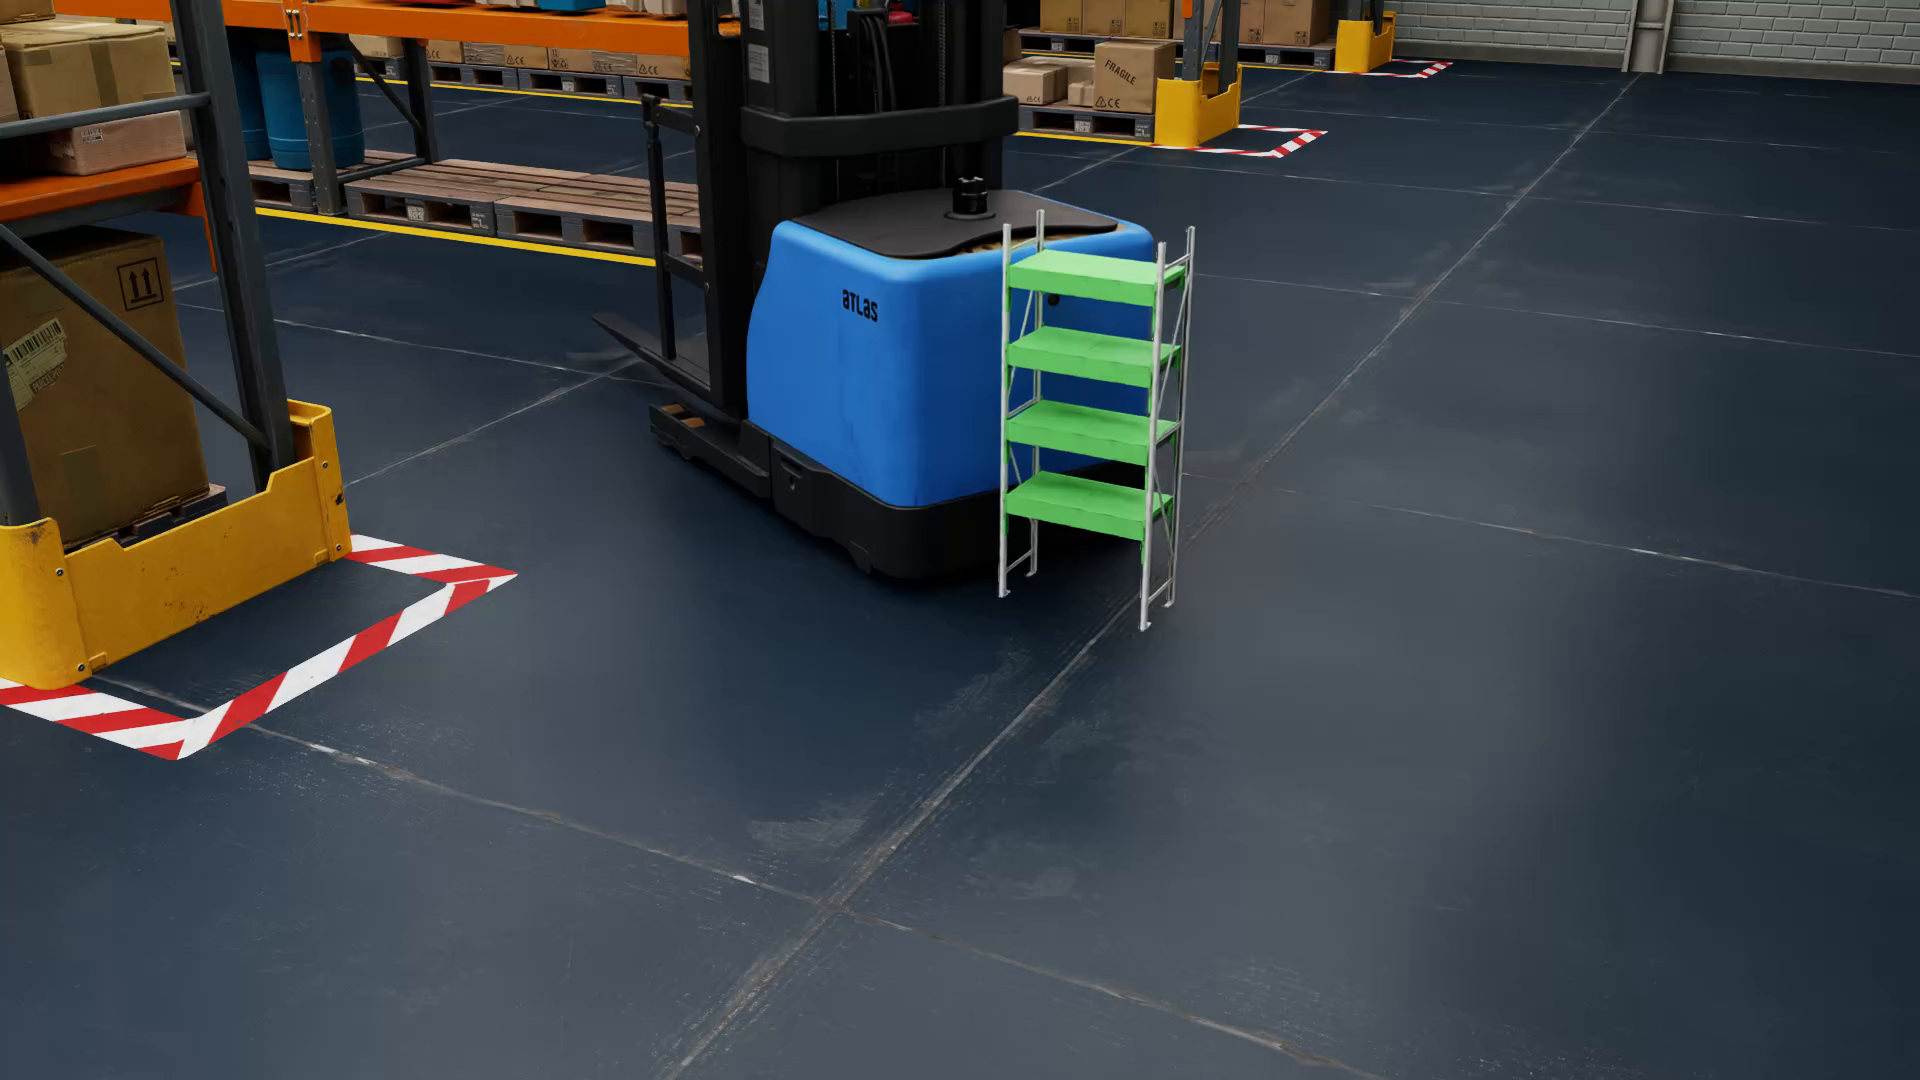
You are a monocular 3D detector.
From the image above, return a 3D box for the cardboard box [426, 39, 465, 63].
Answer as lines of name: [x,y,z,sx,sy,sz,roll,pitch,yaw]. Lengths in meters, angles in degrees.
cardboard box: [-4.874,-4.925,16.130,0.500,0.500,0.500,12,26,27]

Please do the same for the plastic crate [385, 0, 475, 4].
plastic crate: [-3.136,-3.429,9.822,0.583,0.464,0.402,11,25,25]

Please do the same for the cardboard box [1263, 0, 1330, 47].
cardboard box: [3.550,-5.503,17.514,0.500,0.500,0.700,11,25,25]

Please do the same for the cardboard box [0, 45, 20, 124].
cardboard box: [-3.037,-1.242,4.649,0.500,0.250,0.500,11,25,24]

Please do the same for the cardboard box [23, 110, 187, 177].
cardboard box: [-2.653,-1.244,5.162,0.250,0.149,0.380,12,26,25]

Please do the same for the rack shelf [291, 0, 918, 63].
rack shelf: [-2.035,-2.933,9.734,4.000,0.370,1.077,11,25,25]

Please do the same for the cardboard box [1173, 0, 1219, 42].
cardboard box: [2.655,-5.680,17.930,0.500,0.500,0.700,10,25,23]

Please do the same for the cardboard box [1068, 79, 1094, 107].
cardboard box: [1.071,-3.652,13.563,0.250,0.166,0.380,11,25,25]

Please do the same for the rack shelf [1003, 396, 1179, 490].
rack shelf: [0.404,-0.302,5.091,0.480,0.148,0.258,12,26,27]

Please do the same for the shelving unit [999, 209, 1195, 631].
shelving unit: [0.404,-0.361,5.066,0.503,1.200,0.258,12,26,27]

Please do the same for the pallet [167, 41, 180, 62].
pallet: [-8.046,-5.360,18.083,1.213,0.211,1.003,11,25,25]

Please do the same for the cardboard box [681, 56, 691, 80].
cardboard box: [-2.151,-4.386,14.862,0.500,0.500,0.500,11,25,24]

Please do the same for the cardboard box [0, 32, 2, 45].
cardboard box: [-3.038,-1.588,4.506,0.500,0.500,0.500,12,26,25]

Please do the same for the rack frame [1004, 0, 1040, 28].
rack frame: [0.651,-7.077,18.559,0.127,3.000,1.000,11,25,25]

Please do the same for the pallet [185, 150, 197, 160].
pallet: [-5.582,-2.700,11.829,1.213,0.211,1.003,11,25,25]

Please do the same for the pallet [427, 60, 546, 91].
pallet: [-4.502,-4.625,16.355,1.213,0.211,1.003,11,25,25]

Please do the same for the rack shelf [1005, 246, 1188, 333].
rack shelf: [0.404,-0.744,4.903,0.480,0.148,0.258,12,26,27]

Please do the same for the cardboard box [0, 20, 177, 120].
cardboard box: [-2.791,-1.428,5.087,0.500,0.250,0.500,10,25,23]

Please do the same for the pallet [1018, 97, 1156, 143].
pallet: [1.209,-3.511,13.736,1.213,0.211,1.003,11,25,25]

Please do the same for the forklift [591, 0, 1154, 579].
forklift: [-0.579,-1.751,6.121,1.130,2.935,3.031,-14,27,-30]

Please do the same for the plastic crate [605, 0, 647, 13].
plastic crate: [-1.844,-3.041,9.328,0.250,0.136,0.298,11,25,25]

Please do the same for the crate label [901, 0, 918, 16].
crate label: [-0.322,-3.020,9.156,0.303,0.233,0.416,11,25,25]

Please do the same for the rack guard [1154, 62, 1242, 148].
rack guard: [1.921,-3.504,13.350,0.348,0.500,1.175,11,25,25]

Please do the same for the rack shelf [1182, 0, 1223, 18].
rack shelf: [0.204,-4.663,13.800,4.000,0.370,1.077,11,25,25]

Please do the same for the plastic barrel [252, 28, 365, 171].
plastic barrel: [-4.297,-2.947,10.992,0.708,0.901,0.600,11,25,25]

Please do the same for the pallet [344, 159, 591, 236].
pallet: [-3.146,-2.218,10.696,1.213,0.211,1.003,11,25,25]

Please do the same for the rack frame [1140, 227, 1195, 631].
rack frame: [0.617,-0.314,4.956,0.015,1.200,0.240,12,26,27]

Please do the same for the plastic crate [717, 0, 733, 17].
plastic crate: [-1.311,-2.954,9.124,0.243,0.136,0.396,11,25,25]

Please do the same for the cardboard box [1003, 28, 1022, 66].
cardboard box: [0.098,-4.070,14.116,0.637,0.503,0.797,11,25,25]

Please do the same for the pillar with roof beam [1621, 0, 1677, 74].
pillar with roof beam: [5.078,-7.454,11.778,0.400,9.000,9.100,11,25,25]

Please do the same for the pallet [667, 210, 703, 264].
pallet: [-0.968,-1.787,9.682,1.213,0.211,1.003,11,25,25]

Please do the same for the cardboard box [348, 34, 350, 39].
cardboard box: [-6.192,-5.078,16.836,0.500,0.250,0.500,11,25,24]

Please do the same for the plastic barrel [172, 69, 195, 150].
plastic barrel: [-5.393,-3.024,11.670,0.421,0.512,0.421,0,23,0]

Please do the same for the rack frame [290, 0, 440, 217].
rack frame: [-3.820,-3.617,10.423,0.127,3.000,1.000,11,25,25]

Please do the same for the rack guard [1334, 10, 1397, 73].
rack guard: [4.242,-5.217,17.378,0.348,0.500,1.175,11,25,25]

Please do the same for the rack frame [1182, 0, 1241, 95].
rack frame: [1.988,-4.640,12.829,0.127,3.000,1.000,11,25,25]

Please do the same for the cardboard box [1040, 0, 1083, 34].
cardboard box: [1.272,-5.953,18.572,0.500,0.500,0.700,12,26,25]

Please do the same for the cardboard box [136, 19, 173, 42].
cardboard box: [-8.472,-5.530,17.896,0.500,0.250,0.500,11,25,23]

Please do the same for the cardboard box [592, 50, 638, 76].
cardboard box: [-3.036,-4.565,15.283,0.500,0.500,0.500,12,26,25]

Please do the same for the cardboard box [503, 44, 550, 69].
cardboard box: [-3.959,-4.744,15.705,0.500,0.500,0.500,11,25,24]

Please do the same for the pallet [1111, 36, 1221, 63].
pallet: [2.387,-5.418,18.220,1.213,0.211,1.003,11,25,25]

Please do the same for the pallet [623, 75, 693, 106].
pallet: [-2.324,-4.194,15.342,1.213,0.211,1.003,11,25,25]

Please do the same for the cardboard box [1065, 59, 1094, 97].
cardboard box: [1.185,-3.861,13.947,0.500,0.250,0.500,11,25,25]

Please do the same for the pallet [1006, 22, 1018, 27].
pallet: [-0.072,-5.904,19.364,1.213,0.211,1.003,11,25,25]

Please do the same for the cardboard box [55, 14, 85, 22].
cardboard box: [-9.675,-5.785,18.496,0.500,0.250,0.500,11,25,25]
